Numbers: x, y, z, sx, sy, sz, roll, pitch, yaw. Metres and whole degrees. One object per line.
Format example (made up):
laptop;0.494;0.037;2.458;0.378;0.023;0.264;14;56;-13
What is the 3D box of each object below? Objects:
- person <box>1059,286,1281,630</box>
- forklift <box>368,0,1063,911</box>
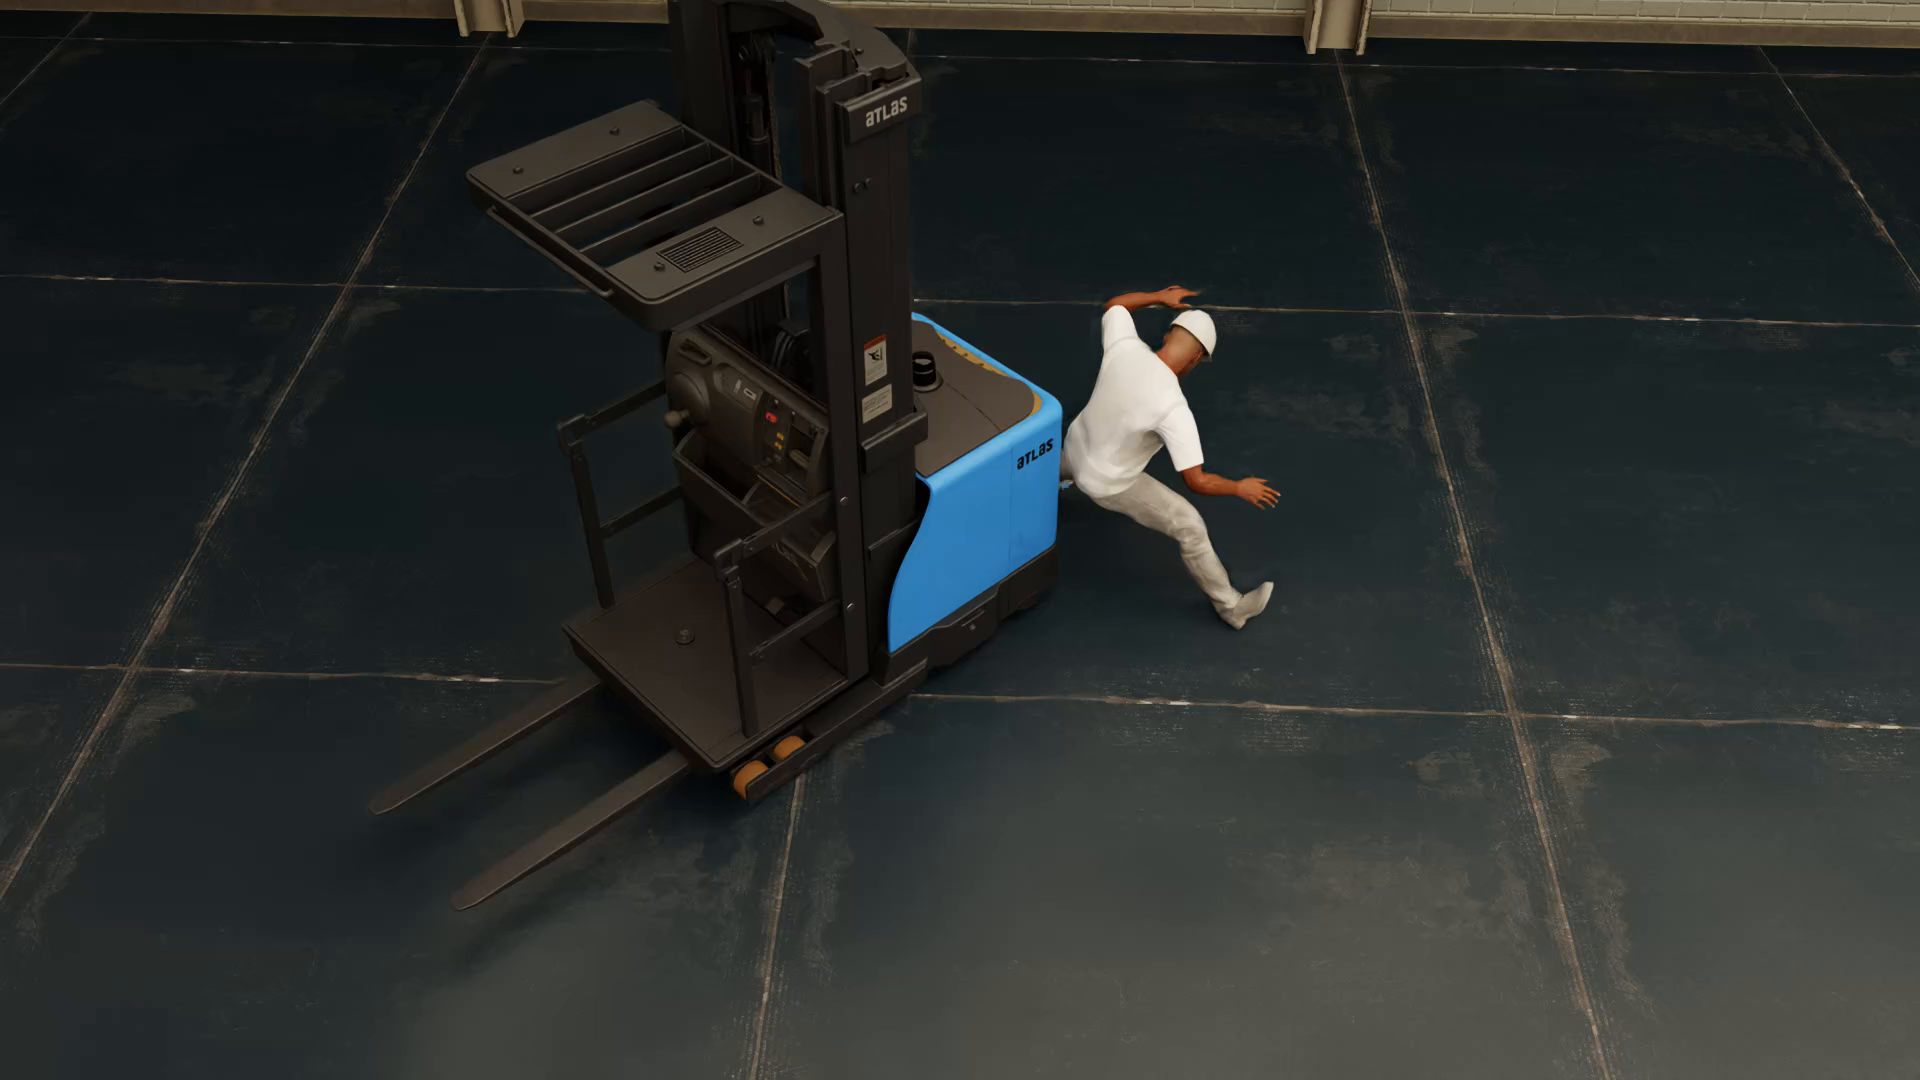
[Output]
person;0.836;-0.441;7.380;0.878;1.378;1.312;-9;43;-9
forklift;-0.970;-0.421;6.203;3.031;2.935;1.130;-32;51;-30
